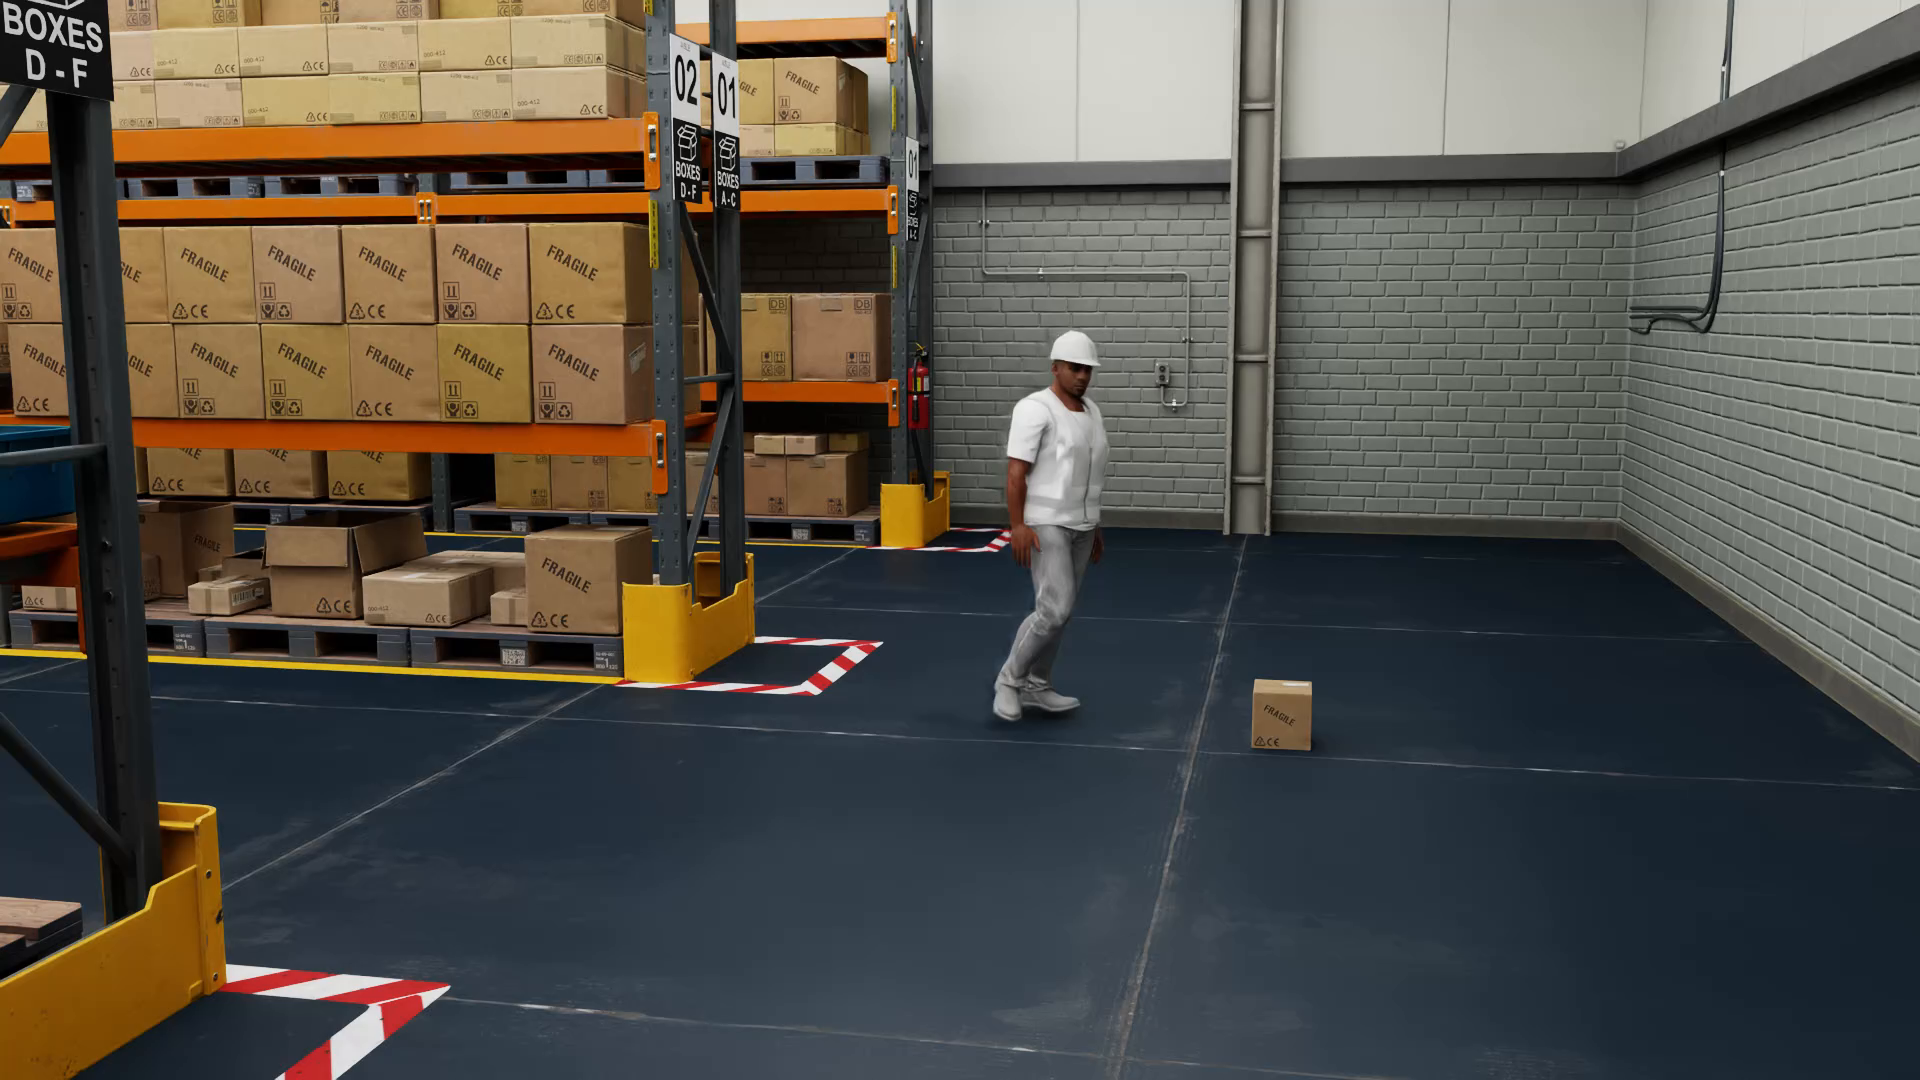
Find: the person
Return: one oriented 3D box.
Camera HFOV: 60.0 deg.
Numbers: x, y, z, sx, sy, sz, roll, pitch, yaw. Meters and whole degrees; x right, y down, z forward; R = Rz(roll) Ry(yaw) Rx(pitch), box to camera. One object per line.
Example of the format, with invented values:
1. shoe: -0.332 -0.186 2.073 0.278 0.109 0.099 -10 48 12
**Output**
1. person: 0.433 -0.069 7.561 0.459 1.754 0.640 7 10 39
